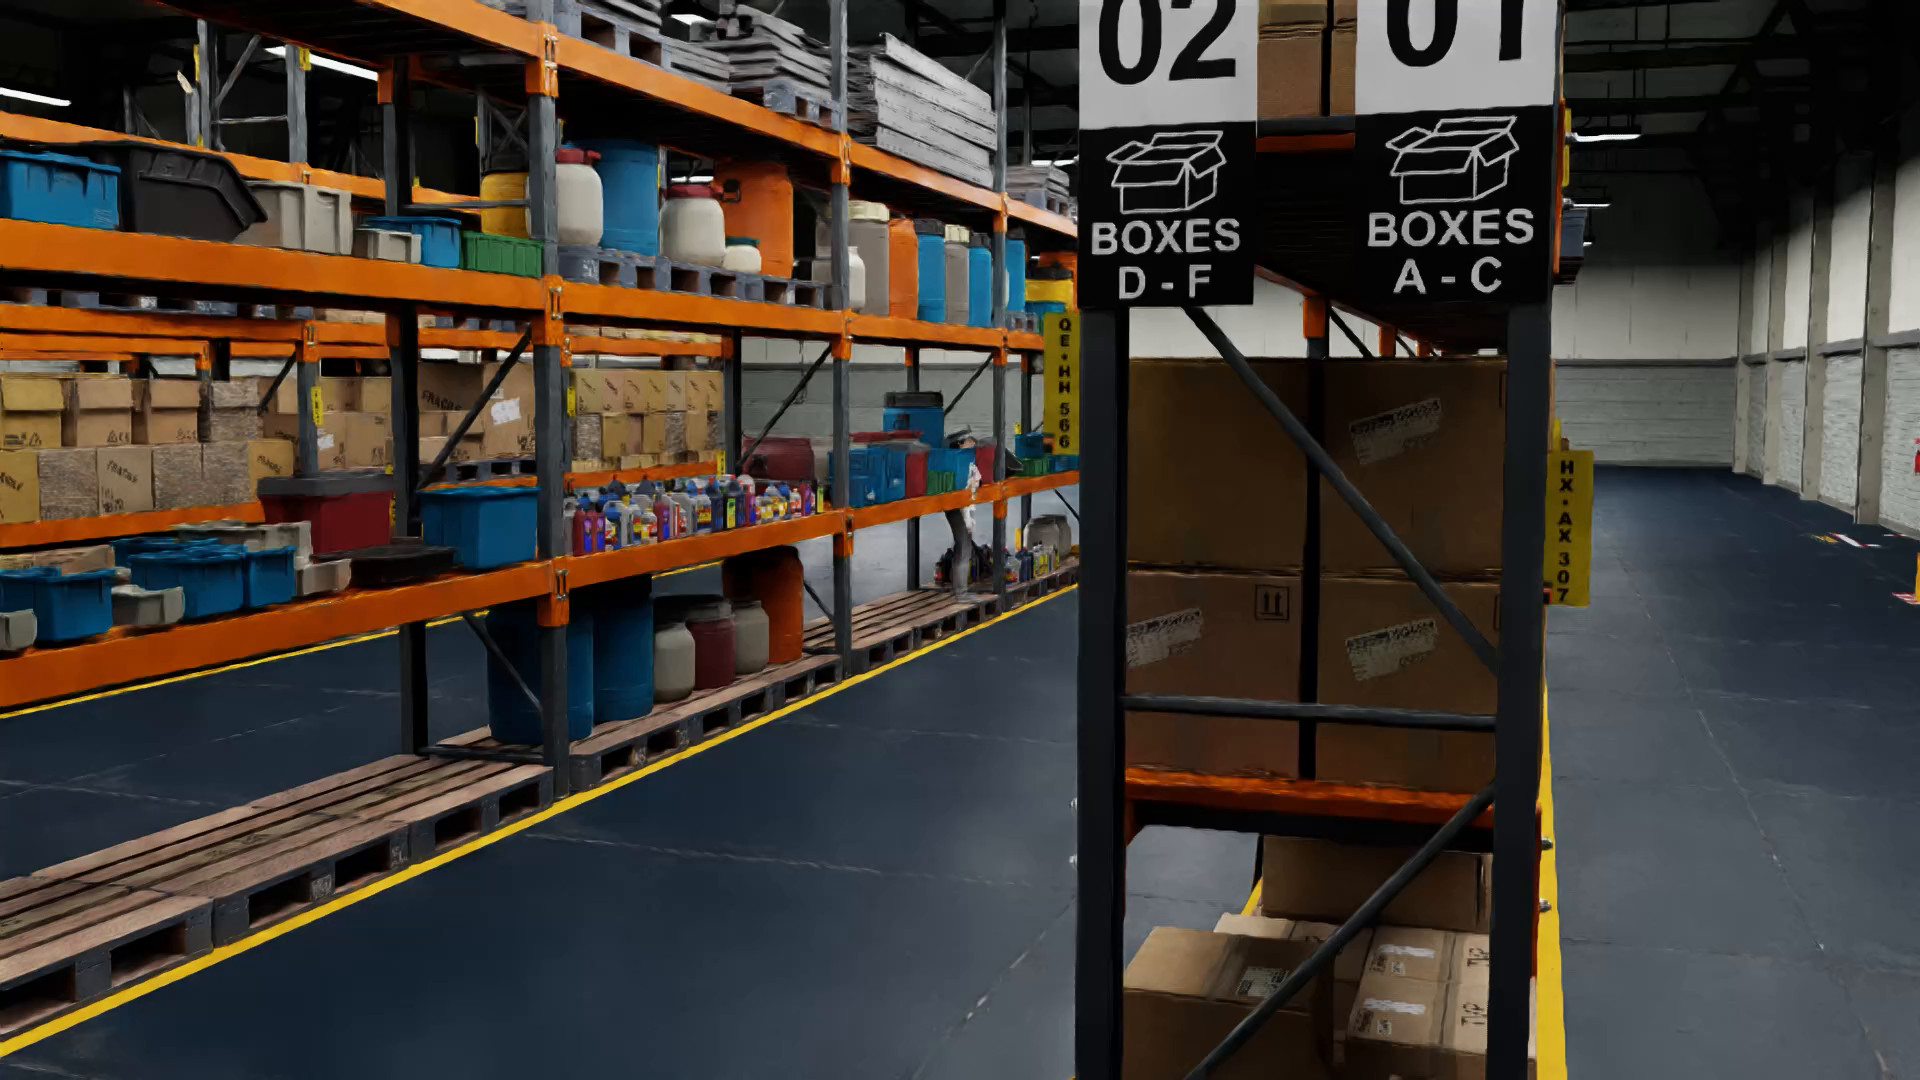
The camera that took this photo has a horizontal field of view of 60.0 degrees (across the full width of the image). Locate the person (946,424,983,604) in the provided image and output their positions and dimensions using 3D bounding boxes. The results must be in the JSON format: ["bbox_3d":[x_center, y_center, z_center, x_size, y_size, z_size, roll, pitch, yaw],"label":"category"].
[{"bbox_3d":[0.040,-0.251,15.728,0.362,1.689,0.491,1,5,6],"label":"person"}]
